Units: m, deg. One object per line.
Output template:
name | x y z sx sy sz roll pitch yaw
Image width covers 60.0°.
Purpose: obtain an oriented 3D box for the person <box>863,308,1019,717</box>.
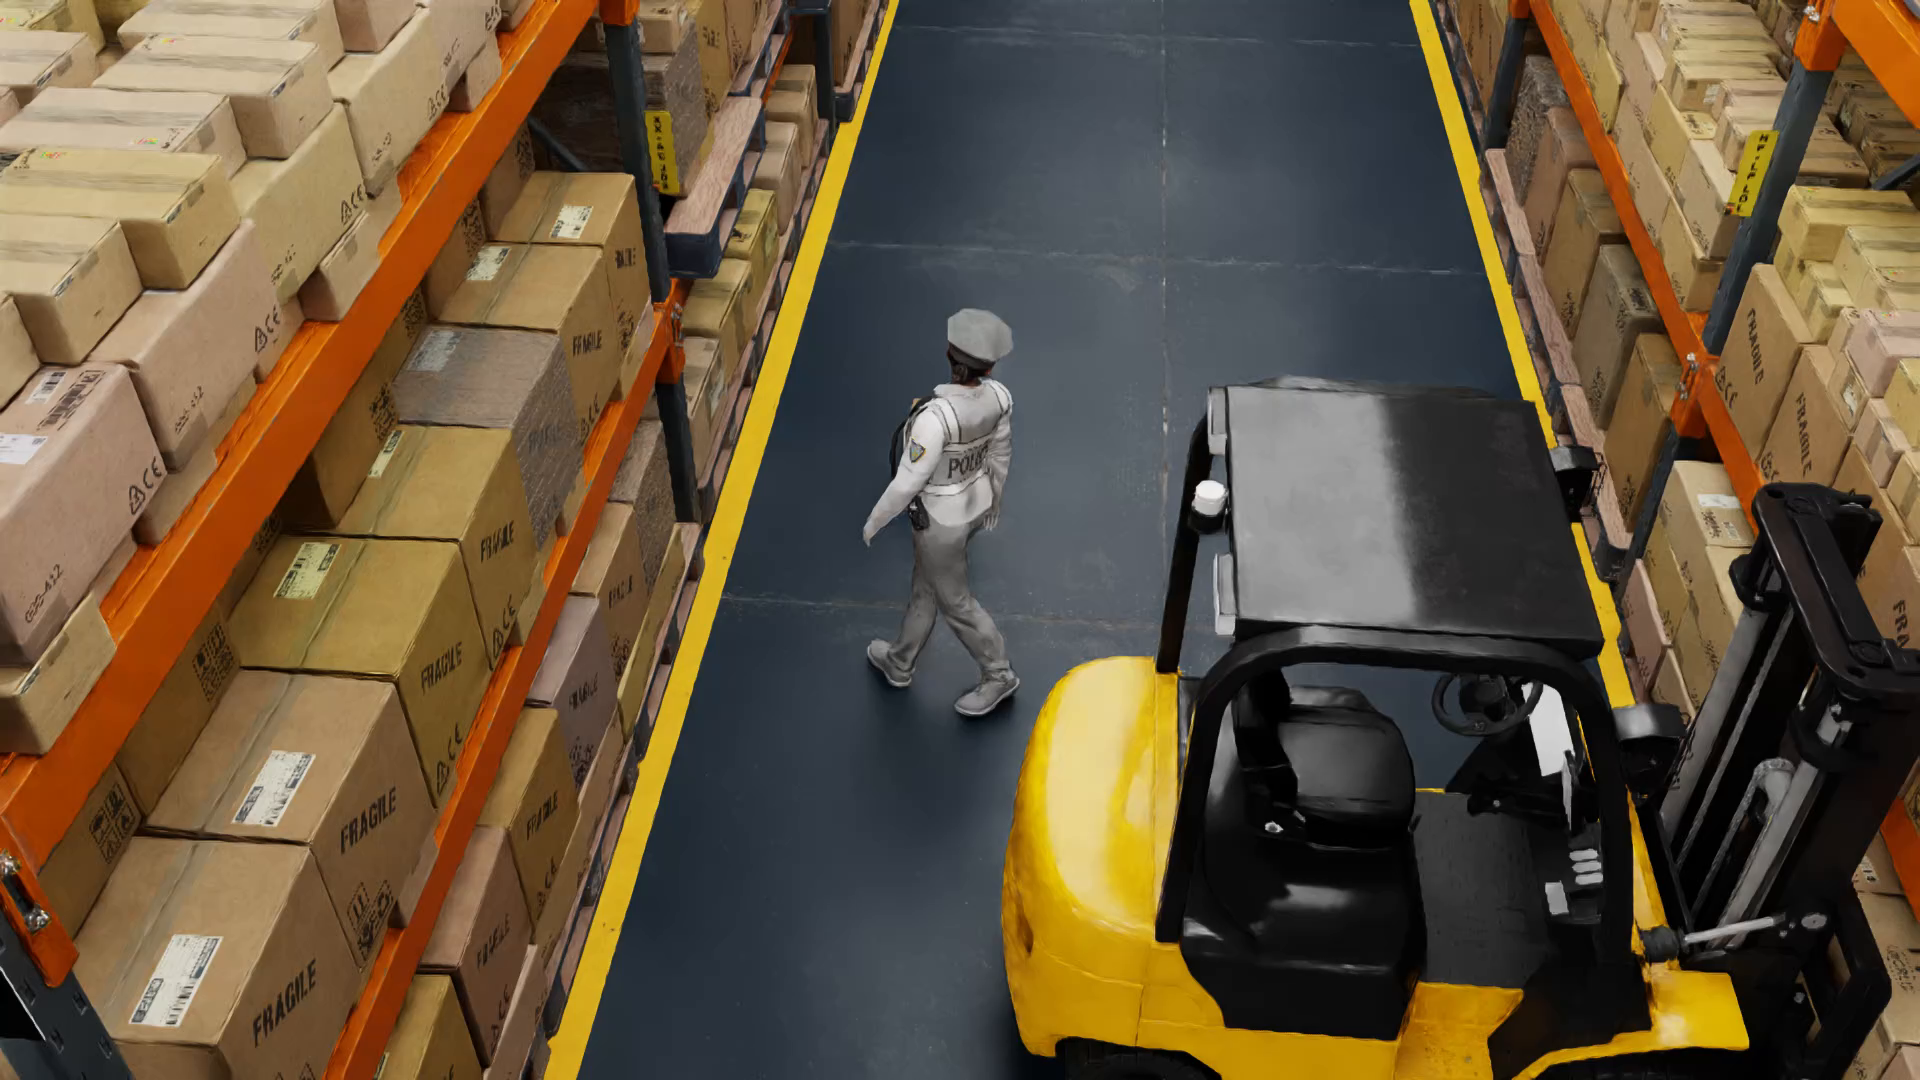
person | -0.059 -0.099 6.287 0.653 1.639 0.516 19 44 21
